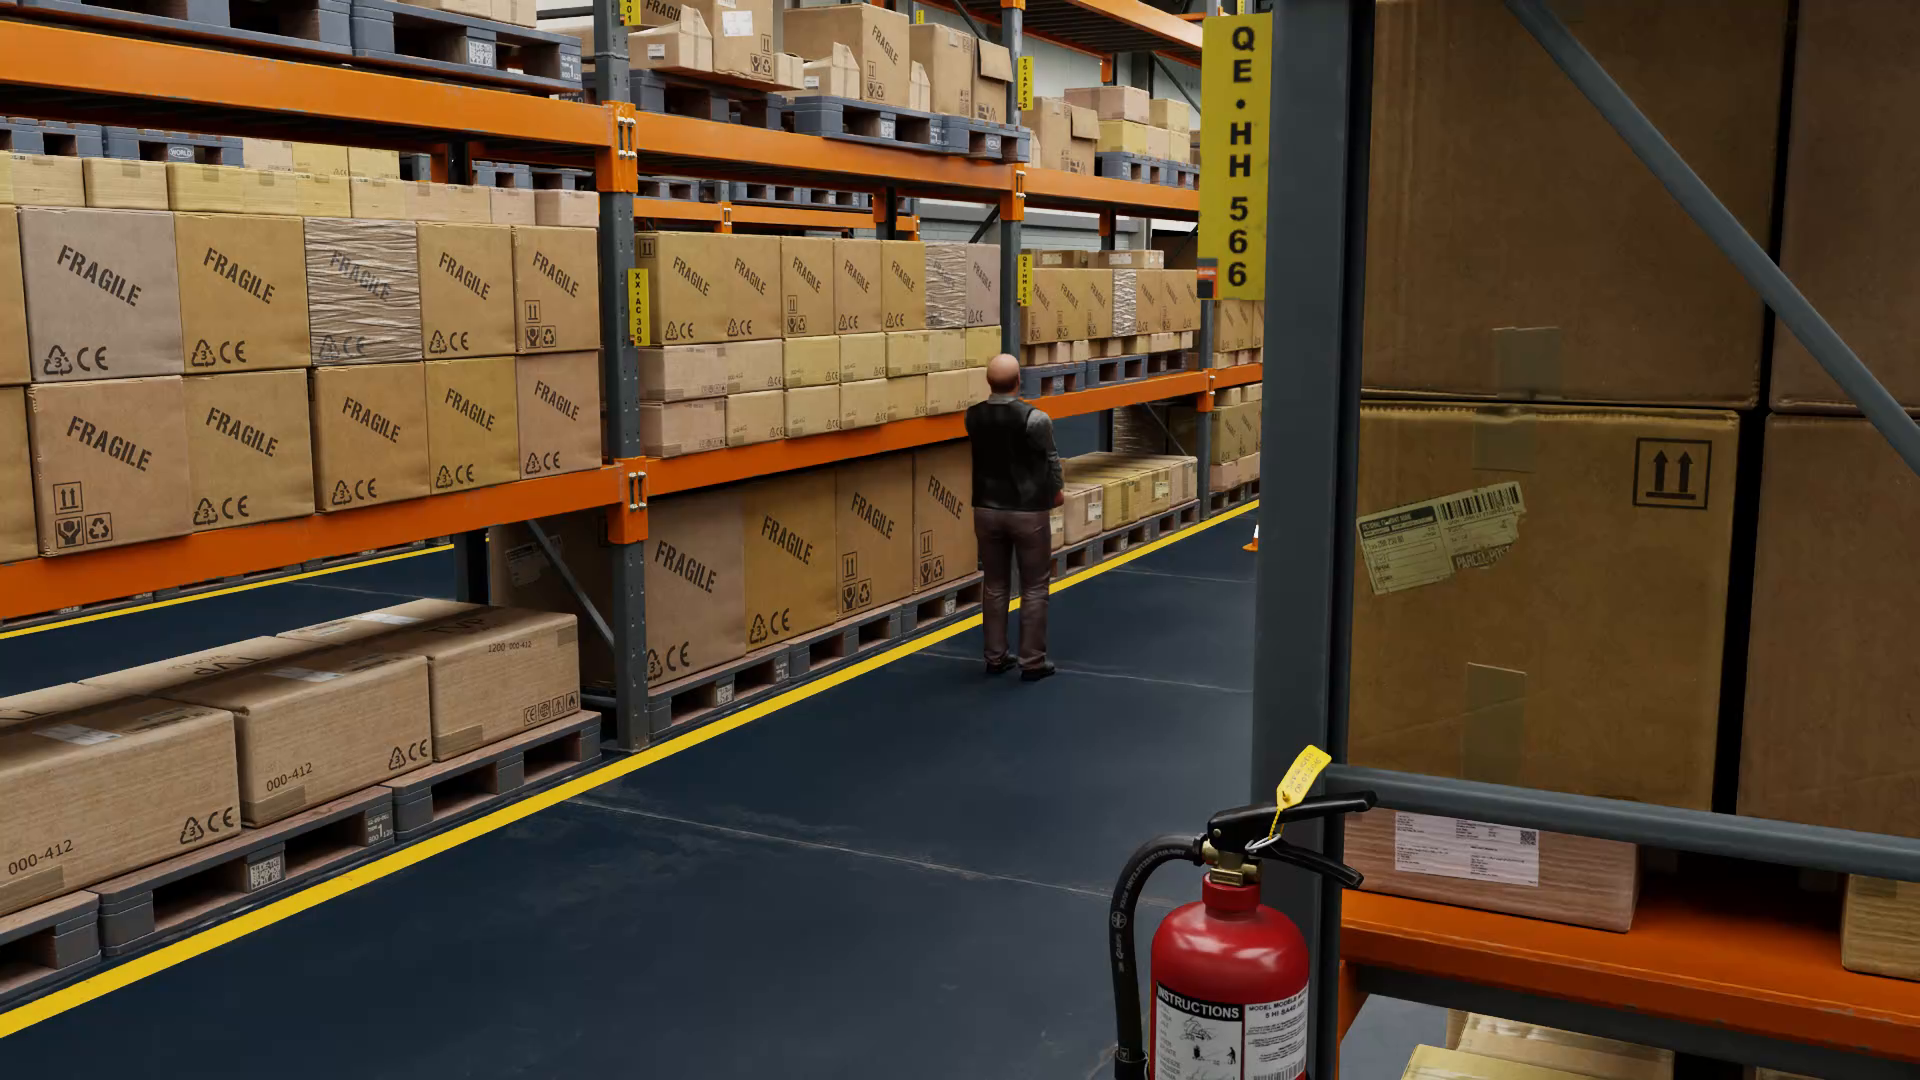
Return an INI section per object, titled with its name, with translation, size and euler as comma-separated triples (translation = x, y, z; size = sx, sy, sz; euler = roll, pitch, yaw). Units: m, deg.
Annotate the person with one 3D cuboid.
[person]
translation = 0.301, -0.101, 8.850
size = 0.494, 1.637, 0.551
euler = 4, 10, 26
